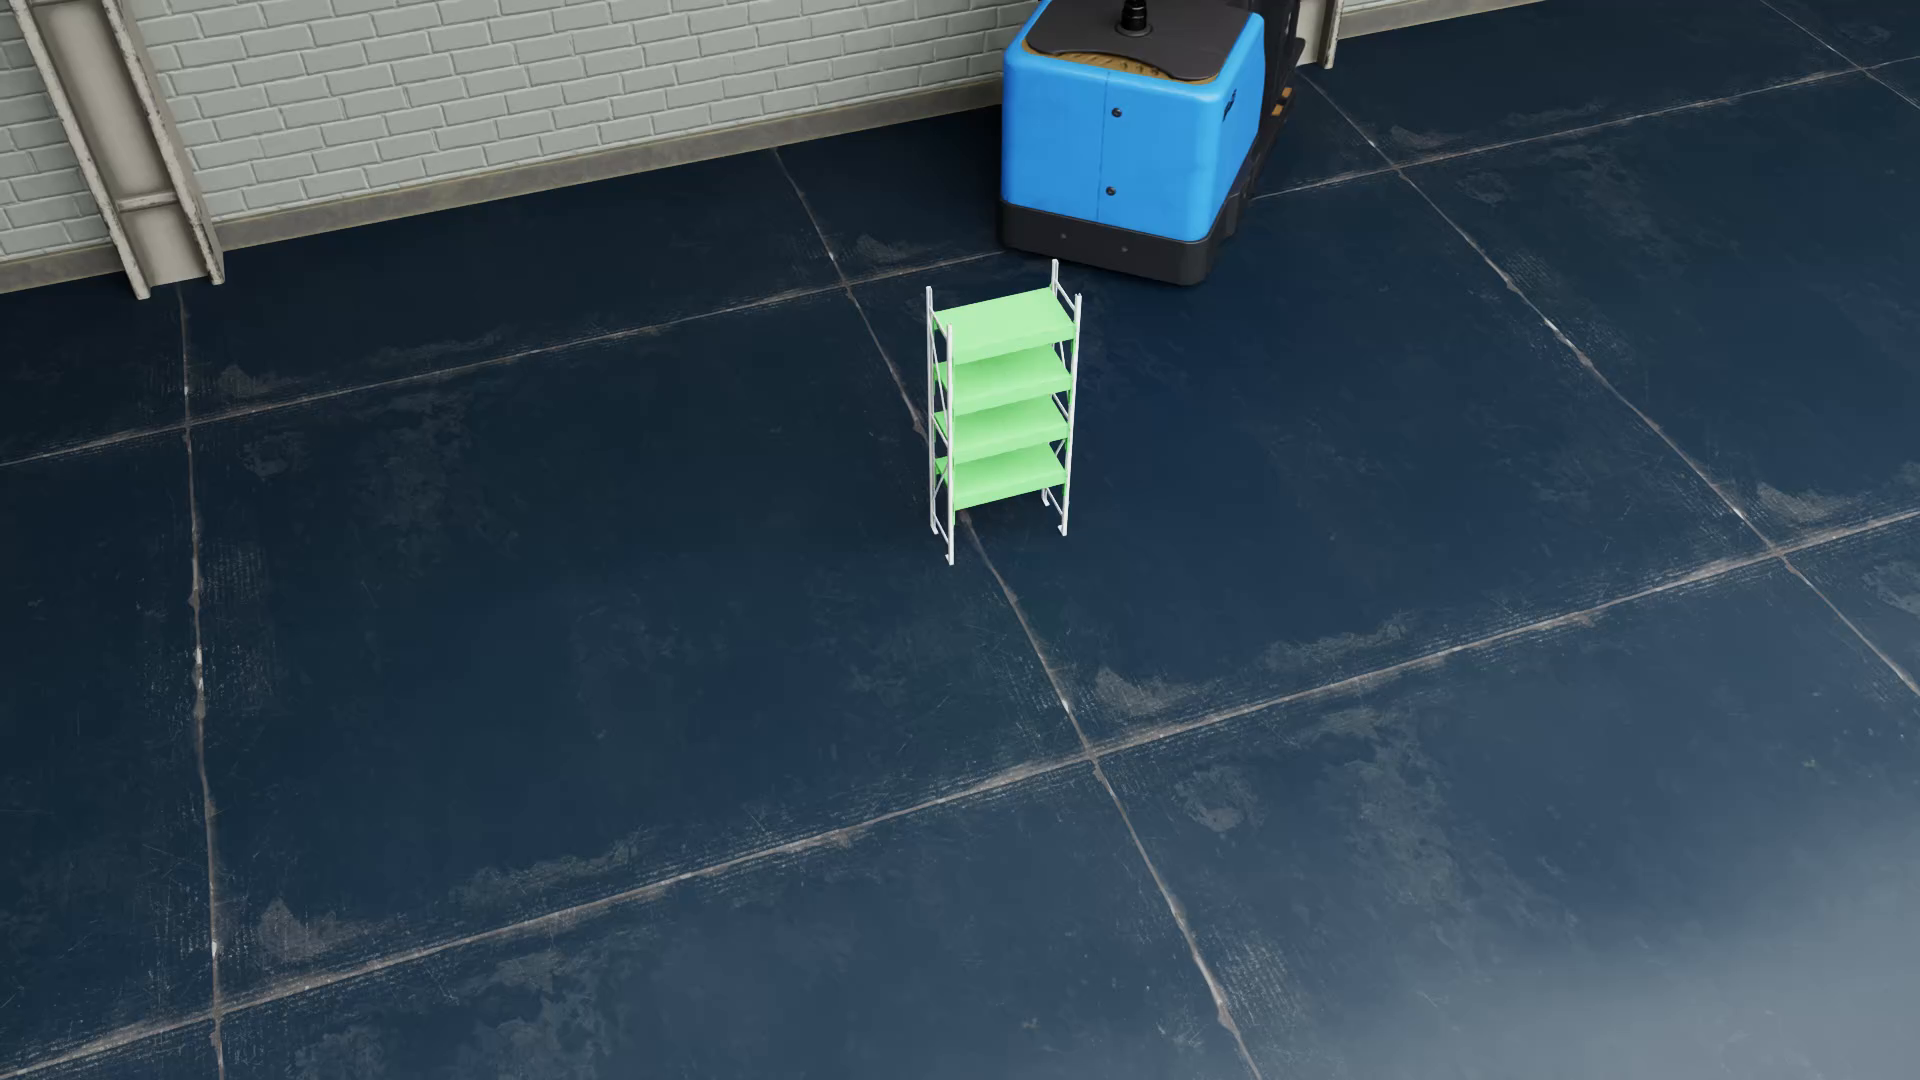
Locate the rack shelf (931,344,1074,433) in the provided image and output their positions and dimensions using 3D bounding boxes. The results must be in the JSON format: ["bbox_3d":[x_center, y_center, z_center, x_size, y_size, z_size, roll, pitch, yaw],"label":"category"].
[{"bbox_3d":[0.156,-0.588,6.240,0.480,0.148,0.258,-14,47,-14],"label":"rack shelf"}]

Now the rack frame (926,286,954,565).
[{"bbox_3d":[-0.074,-0.405,6.306,0.015,1.200,0.240,-14,47,-14],"label":"rack frame"}]

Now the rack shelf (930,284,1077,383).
[{"bbox_3d":[0.156,-0.757,6.070,0.480,0.148,0.258,-14,47,-14],"label":"rack shelf"}]

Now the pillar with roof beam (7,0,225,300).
[{"bbox_3d":[-2.305,-1.597,1.989,0.400,9.000,9.100,-14,47,-14],"label":"pillar with roof beam"}]

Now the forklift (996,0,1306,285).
[{"bbox_3d":[1.183,-3.297,7.966,1.130,2.935,3.031,15,47,15],"label":"forklift"}]

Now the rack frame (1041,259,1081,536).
[{"bbox_3d":[0.385,-0.522,6.423,0.015,1.200,0.240,-14,47,-14],"label":"rack frame"}]

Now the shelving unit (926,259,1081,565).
[{"bbox_3d":[0.156,-0.463,6.365,0.503,1.200,0.258,-14,47,-14],"label":"shelving unit"}]

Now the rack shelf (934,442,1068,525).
[{"bbox_3d":[0.156,-0.249,6.580,0.480,0.148,0.258,-14,47,-14],"label":"rack shelf"}]

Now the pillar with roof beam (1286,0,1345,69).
[{"bbox_3d":[3.338,-3.040,3.427,0.400,9.000,9.100,-14,47,-14],"label":"pillar with roof beam"}]

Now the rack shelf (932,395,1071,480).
[{"bbox_3d":[0.156,-0.418,6.410,0.480,0.148,0.258,-14,47,-14],"label":"rack shelf"}]
